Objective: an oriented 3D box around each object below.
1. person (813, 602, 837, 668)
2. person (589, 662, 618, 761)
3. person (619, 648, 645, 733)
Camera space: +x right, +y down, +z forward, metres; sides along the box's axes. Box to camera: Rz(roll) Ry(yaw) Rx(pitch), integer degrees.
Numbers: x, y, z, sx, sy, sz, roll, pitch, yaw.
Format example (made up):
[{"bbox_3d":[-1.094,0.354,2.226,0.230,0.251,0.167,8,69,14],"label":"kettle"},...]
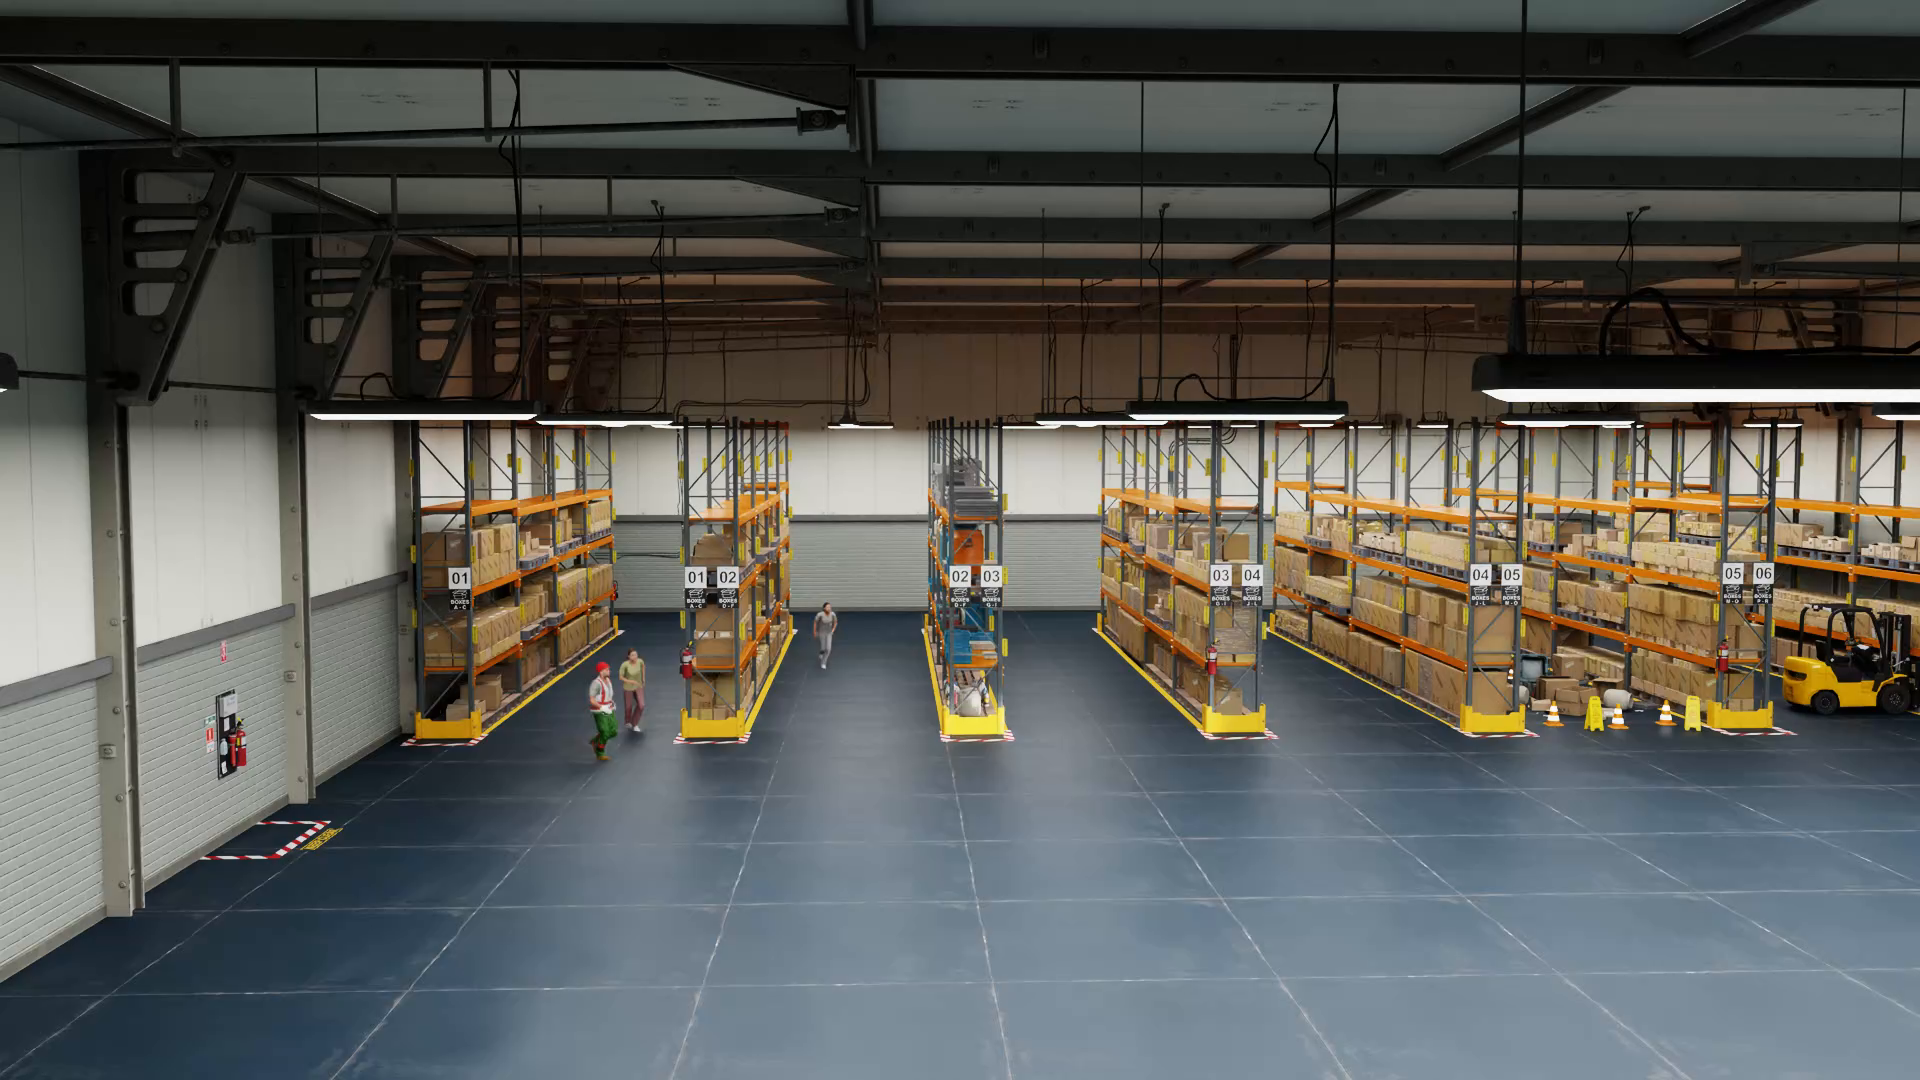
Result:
[{"bbox_3d":[-3.273,2.295,40.368,0.566,1.605,0.626,-1,4,-20],"label":"person"},{"bbox_3d":[-6.248,2.970,28.875,0.591,1.726,0.662,2,4,24],"label":"person"},{"bbox_3d":[-6.266,2.848,31.727,0.545,1.641,0.741,-2,4,-23],"label":"person"}]
